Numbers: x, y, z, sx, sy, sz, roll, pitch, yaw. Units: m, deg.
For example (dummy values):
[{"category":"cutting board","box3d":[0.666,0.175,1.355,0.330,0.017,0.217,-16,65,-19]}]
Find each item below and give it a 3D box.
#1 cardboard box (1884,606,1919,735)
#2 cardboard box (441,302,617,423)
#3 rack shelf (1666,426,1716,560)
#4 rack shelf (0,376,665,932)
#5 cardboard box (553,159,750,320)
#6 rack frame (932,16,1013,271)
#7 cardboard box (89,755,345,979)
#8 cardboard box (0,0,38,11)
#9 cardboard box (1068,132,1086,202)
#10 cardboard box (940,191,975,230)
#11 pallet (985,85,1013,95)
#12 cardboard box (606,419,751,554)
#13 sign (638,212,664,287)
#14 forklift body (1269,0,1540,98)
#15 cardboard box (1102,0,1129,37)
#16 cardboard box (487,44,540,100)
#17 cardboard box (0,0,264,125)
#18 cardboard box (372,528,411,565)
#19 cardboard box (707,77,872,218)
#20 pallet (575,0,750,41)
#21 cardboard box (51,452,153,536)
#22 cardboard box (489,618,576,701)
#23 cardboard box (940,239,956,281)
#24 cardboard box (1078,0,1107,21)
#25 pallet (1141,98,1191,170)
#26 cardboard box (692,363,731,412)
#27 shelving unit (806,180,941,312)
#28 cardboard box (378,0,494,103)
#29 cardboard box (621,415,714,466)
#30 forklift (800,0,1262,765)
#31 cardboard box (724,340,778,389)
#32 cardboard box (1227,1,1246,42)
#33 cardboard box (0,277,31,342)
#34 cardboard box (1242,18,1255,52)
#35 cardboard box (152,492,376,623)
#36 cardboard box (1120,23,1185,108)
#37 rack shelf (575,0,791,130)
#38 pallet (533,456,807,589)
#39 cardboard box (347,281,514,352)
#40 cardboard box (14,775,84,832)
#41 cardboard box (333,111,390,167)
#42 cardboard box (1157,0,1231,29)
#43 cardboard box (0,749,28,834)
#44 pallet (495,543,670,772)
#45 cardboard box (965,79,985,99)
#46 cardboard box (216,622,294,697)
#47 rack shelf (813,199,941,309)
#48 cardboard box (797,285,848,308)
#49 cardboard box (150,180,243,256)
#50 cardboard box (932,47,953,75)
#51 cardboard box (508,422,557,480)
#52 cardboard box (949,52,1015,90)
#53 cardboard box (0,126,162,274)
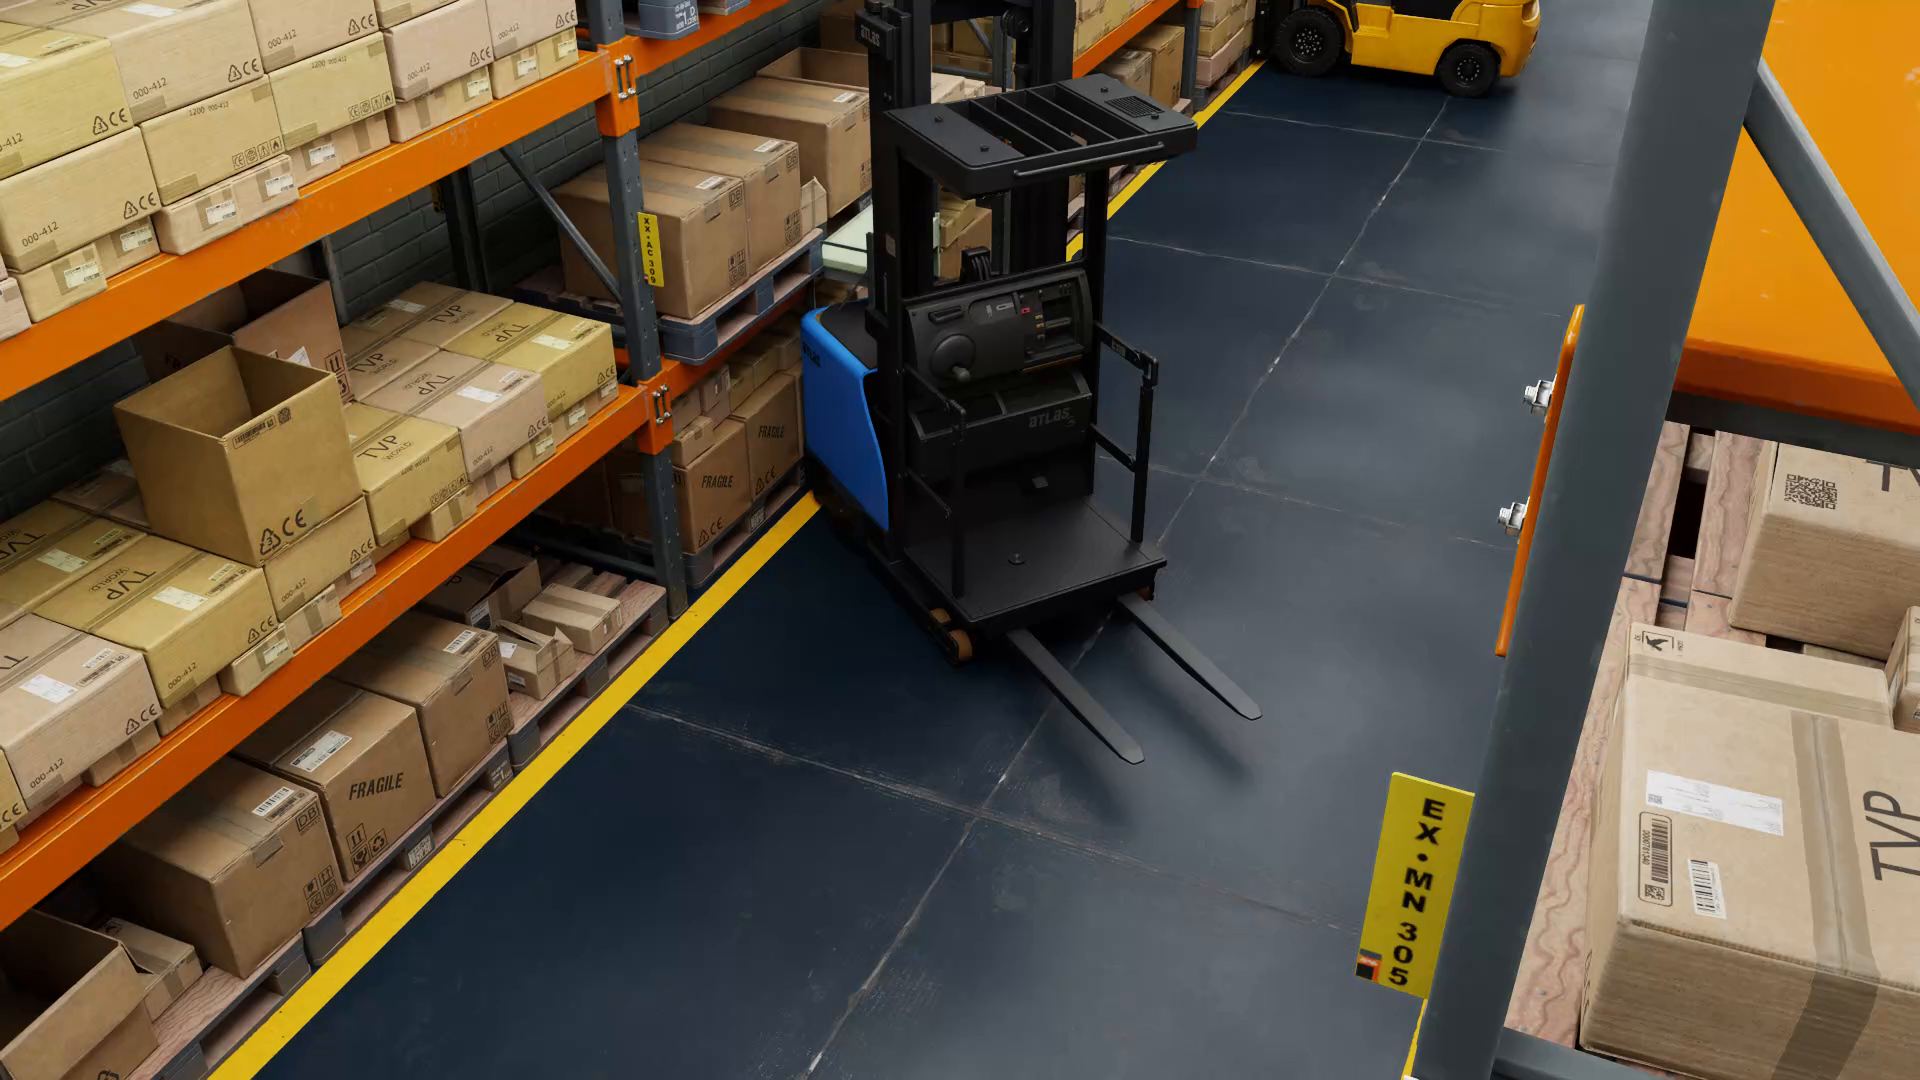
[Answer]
[{"category":"cardboard box","box3d":[1.678,0.273,2.617,0.380,0.149,0.250,16,36,22]},{"category":"cardboard box","box3d":[-1.814,-0.752,7.027,0.500,0.250,0.500,15,36,22]},{"category":"rack shelf","box3d":[1.851,0.180,3.661,1.077,0.370,4.000,14,36,20]},{"category":"rack shelf","box3d":[-2.659,0.297,6.217,1.077,0.370,4.000,14,36,20]},{"category":"cardboard box","box3d":[-1.417,-1.407,7.686,0.700,0.500,0.500,15,36,22]},{"category":"rack frame","box3d":[-0.149,-2.992,10.578,1.000,3.000,0.127,14,36,20]},{"category":"cardboard box","box3d":[-2.761,1.162,6.138,0.700,0.500,0.500,16,36,22]},{"category":"cardboard box","box3d":[-2.905,-1.579,5.097,0.500,0.250,0.500,14,36,20]},{"category":"cardboard box","box3d":[0.391,-2.809,12.082,0.875,0.625,0.625,15,36,22]},{"category":"cardboard box","box3d":[-0.125,-2.089,10.506,0.380,0.149,0.250,12,35,18]},{"category":"pallet","box3d":[-0.368,-2.558,10.091,1.213,0.211,1.003,14,36,20]},{"category":"cardboard box","box3d":[-1.415,-0.319,8.398,0.500,0.500,0.500,16,36,23]},{"category":"sign","box3d":[-1.326,-1.241,7.118,0.100,0.325,0.005,14,36,20]},{"category":"forklift body","box3d":[4.062,-5.258,14.808,2.313,2.155,1.214,14,36,20]},{"category":"cardboard box","box3d":[0.902,-3.860,12.037,0.500,0.250,0.500,15,36,22]},{"category":"cardboard box","box3d":[-1.810,-1.781,6.224,0.380,0.149,0.250,14,36,20]},{"category":"cardboard box","box3d":[-2.450,-1.455,4.907,0.500,0.250,0.500,15,36,22]},{"category":"cardboard box","box3d":[-2.327,-0.047,6.316,0.380,0.149,0.250,15,36,21]},{"category":"cardboard box","box3d":[-0.872,-2.056,8.675,0.700,0.500,0.500,14,36,20]},{"category":"pallet","box3d":[-1.486,-2.484,7.239,1.213,0.211,1.003,14,36,20]},{"category":"cardboard box","box3d":[-2.897,-0.122,6.066,0.500,0.250,0.500,14,36,20]},{"category":"cardboard box","box3d":[-1.938,0.491,7.377,0.396,0.266,0.258,15,36,22]},{"category":"cardboard box","box3d":[-0.349,-1.616,10.375,0.500,0.500,0.500,14,36,20]},{"category":"cardboard box","box3d":[0.705,-3.809,11.504,0.500,0.250,0.500,13,36,19]},{"category":"pallet","box3d":[1.252,-3.442,13.807,1.003,0.211,1.213,14,36,20]},{"category":"cardboard box","box3d":[-1.365,-0.784,8.244,0.380,0.149,0.250,12,35,18]},{"category":"shelving unit","box3d":[-0.451,-1.139,8.989,0.431,1.500,0.755,15,38,21]},{"category":"cardboard box","box3d":[-2.004,-1.757,5.824,0.500,0.250,0.500,13,35,19]},{"category":"cardboard box","box3d":[-1.430,-0.519,8.111,0.380,0.149,0.250,16,36,23]},{"category":"forklift","box3d":[0.297,-0.923,7.485,1.130,2.935,3.031,-16,37,-23]},{"category":"cardboard box","box3d":[-1.185,-0.945,8.760,0.380,0.149,0.250,14,36,20]},{"category":"cardboard box","box3d":[2.217,-4.640,14.760,0.500,0.250,0.500,14,36,20]},{"category":"cardboard box","box3d":[-2.745,-0.623,4.459,0.380,0.149,0.250,15,36,22]},{"category":"cardboard box","box3d":[2.427,-4.691,15.293,0.500,0.250,0.500,15,36,21]},{"category":"cardboard box","box3d":[-2.447,0.003,5.876,0.500,0.250,0.500,13,36,19]},{"category":"cardboard box","box3d":[1.317,-3.904,13.751,0.875,0.625,0.625,16,36,23]},{"category":"rack shelf","box3d":[-0.985,-2.949,8.433,1.077,0.370,4.000,14,36,20]},{"category":"pallet","box3d":[-1.516,-0.247,8.935,1.003,0.211,1.213,14,36,20]},{"category":"cardboard box","box3d":[-2.275,-0.877,7.217,0.500,0.250,0.500,14,36,20]},{"category":"cardboard box","box3d":[-2.966,0.720,5.145,0.380,0.149,0.250,14,36,20]},{"category":"cardboard box","box3d":[-2.175,-1.402,5.646,0.380,0.149,0.250,15,36,22]},{"category":"cardboard box","box3d":[2.012,-4.597,14.238,0.500,0.250,0.500,14,36,20]},{"category":"cardboard box","box3d":[-3.061,0.766,4.711,0.500,0.250,0.500,14,36,21]},{"category":"pallet","box3d":[-2.110,0.508,7.783,1.003,0.211,1.213,14,36,20]},{"category":"cardboard box","box3d":[-0.075,-2.647,9.898,0.380,0.149,0.250,15,36,21]},{"category":"cardboard box","box3d":[-2.525,0.366,5.685,0.380,0.149,0.250,13,35,19]},{"category":"rack shelf","box3d":[-0.451,-1.459,8.765,0.431,0.370,0.720,15,38,21]},{"category":"cardboard box","box3d":[-0.855,-1.325,9.340,0.380,0.149,0.250,14,36,21]},{"category":"cardboard box","box3d":[-2.421,-1.004,5.039,0.380,0.149,0.250,14,36,21]},{"category":"cardboard box","box3d":[-0.193,-3.212,11.050,0.500,0.250,0.500,13,36,19]},{"category":"cardboard box","box3d":[-1.902,-0.408,6.866,0.380,0.149,0.250,15,36,22]},{"category":"cardboard box","box3d":[0.259,-3.094,10.870,0.500,0.250,0.500,14,36,21]},{"category":"cardboard box","box3d":[-2.642,-0.992,4.657,0.500,0.250,0.500,13,35,19]}]
